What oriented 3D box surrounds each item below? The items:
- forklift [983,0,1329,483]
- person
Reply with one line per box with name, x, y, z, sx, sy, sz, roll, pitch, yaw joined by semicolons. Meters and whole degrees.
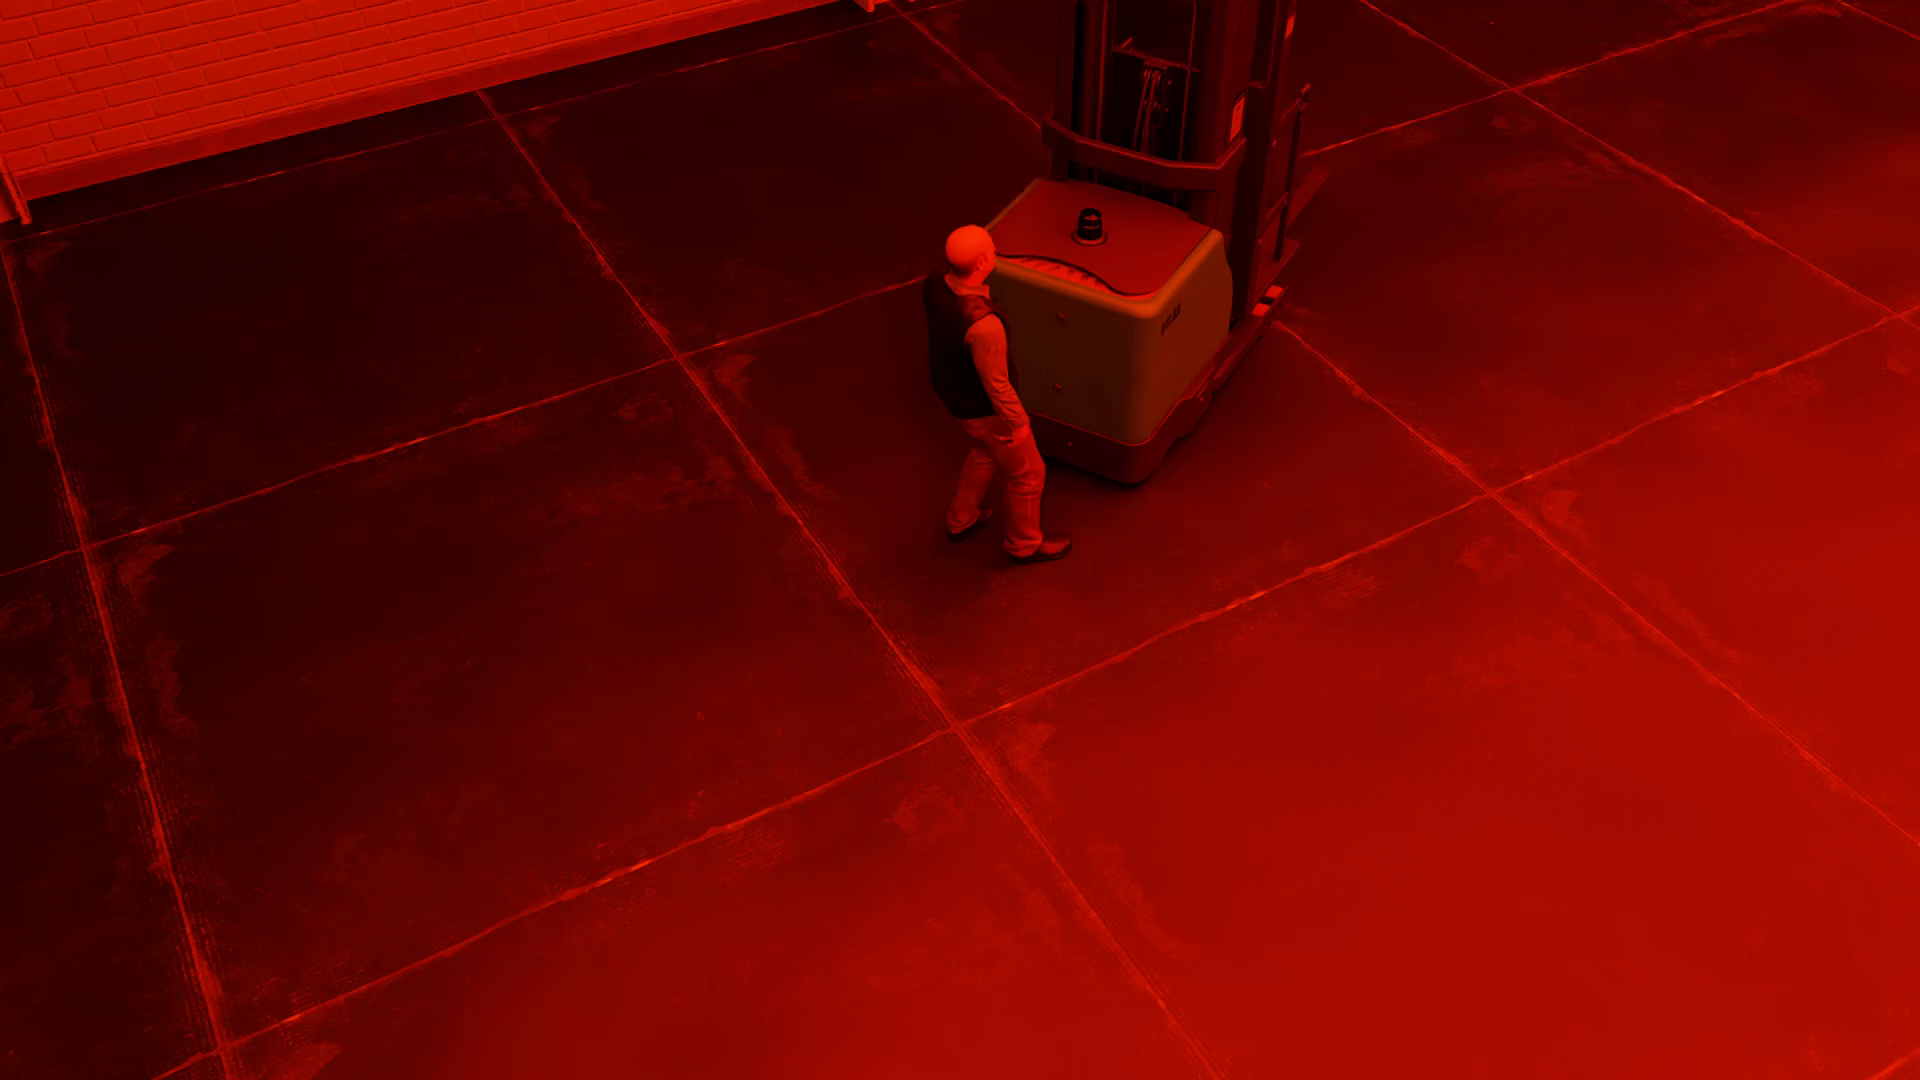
forklift;1.157;-2.339;8.220;1.130;2.935;3.031;21;47;21
person;0.161;-0.657;7.333;0.577;1.705;0.670;-17;45;-17
